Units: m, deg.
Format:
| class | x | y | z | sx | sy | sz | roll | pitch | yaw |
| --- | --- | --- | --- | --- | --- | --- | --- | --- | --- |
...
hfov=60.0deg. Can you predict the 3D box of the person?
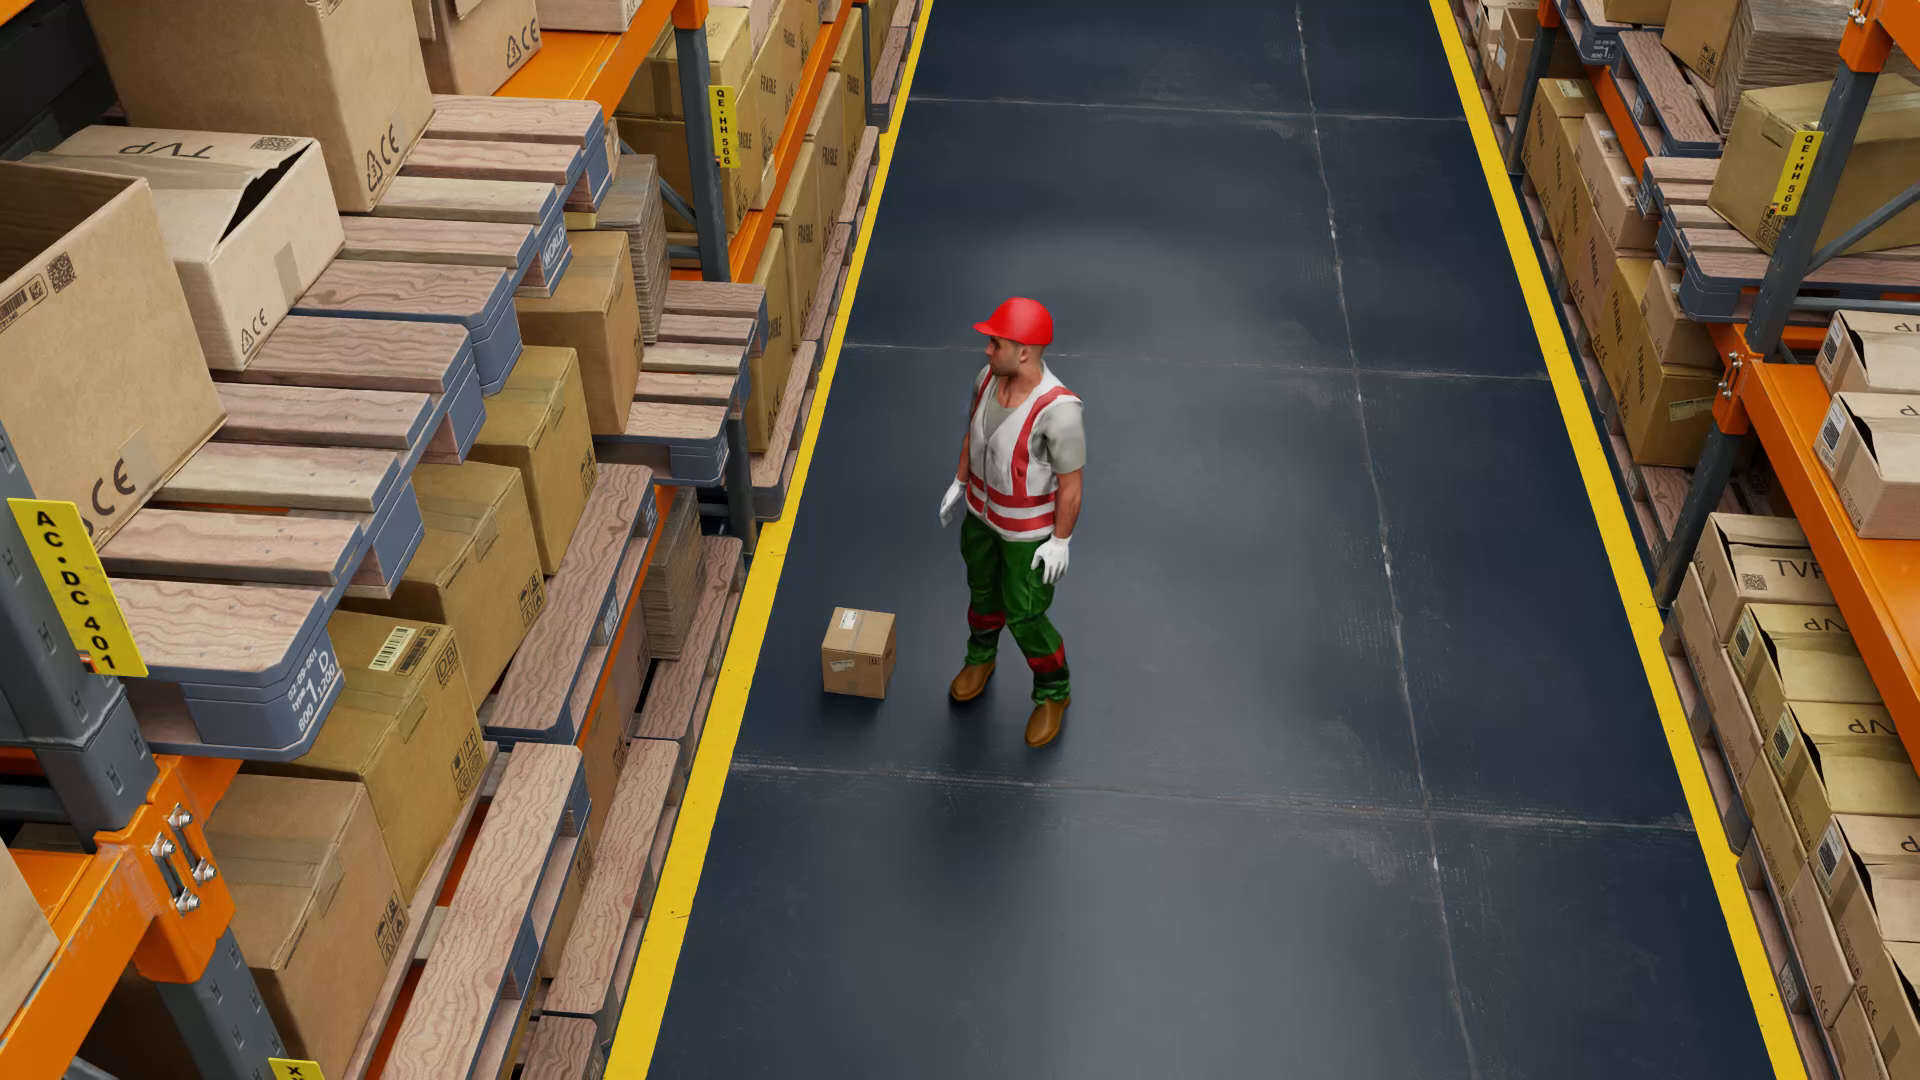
| class | x | y | z | sx | sy | sz | roll | pitch | yaw |
| --- | --- | --- | --- | --- | --- | --- | --- | --- | --- |
| person | 0.182 | -0.060 | 6.211 | 0.412 | 1.805 | 0.645 | -28 | 47 | -29 |
